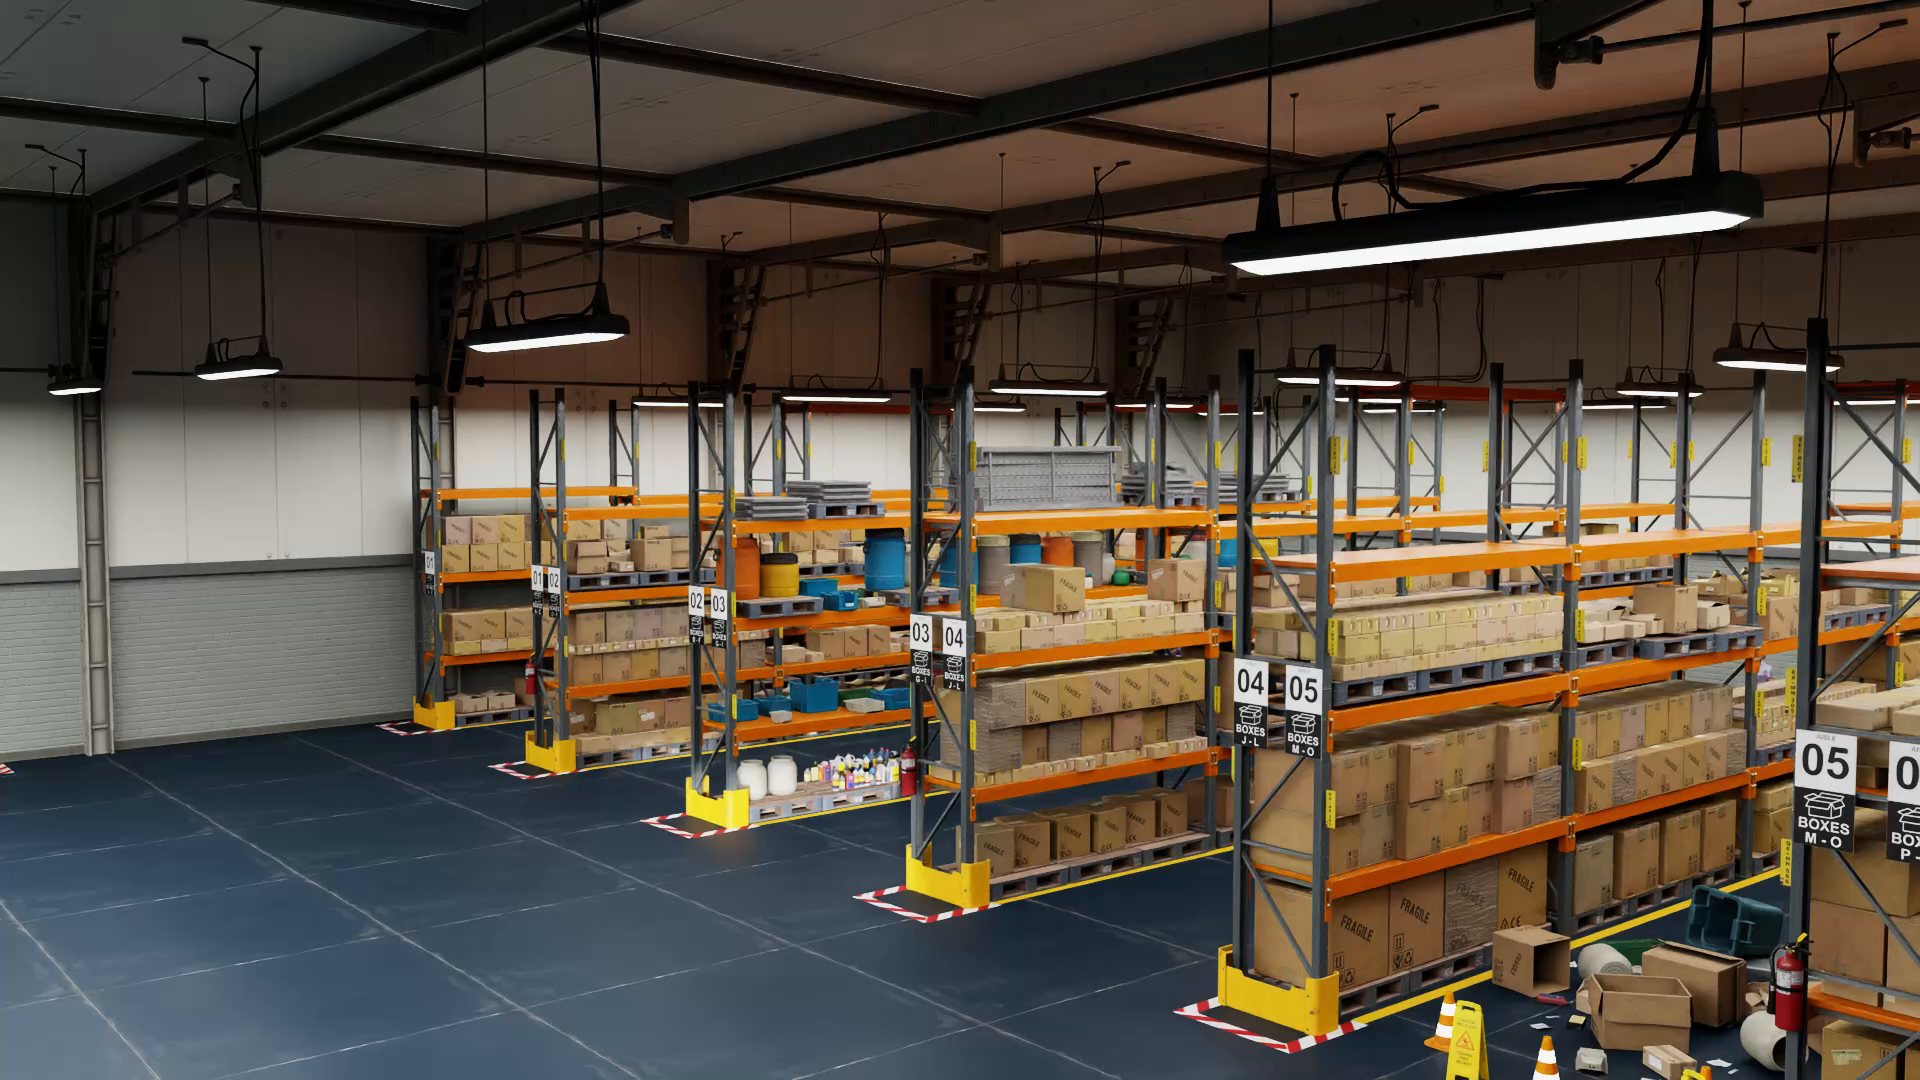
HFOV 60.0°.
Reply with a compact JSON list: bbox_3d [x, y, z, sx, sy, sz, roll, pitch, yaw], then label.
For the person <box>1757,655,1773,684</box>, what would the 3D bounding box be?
[{"bbox_3d":[13.737,2.671,28.586,0.465,1.571,1.016,2,4,36],"label":"person"}]
